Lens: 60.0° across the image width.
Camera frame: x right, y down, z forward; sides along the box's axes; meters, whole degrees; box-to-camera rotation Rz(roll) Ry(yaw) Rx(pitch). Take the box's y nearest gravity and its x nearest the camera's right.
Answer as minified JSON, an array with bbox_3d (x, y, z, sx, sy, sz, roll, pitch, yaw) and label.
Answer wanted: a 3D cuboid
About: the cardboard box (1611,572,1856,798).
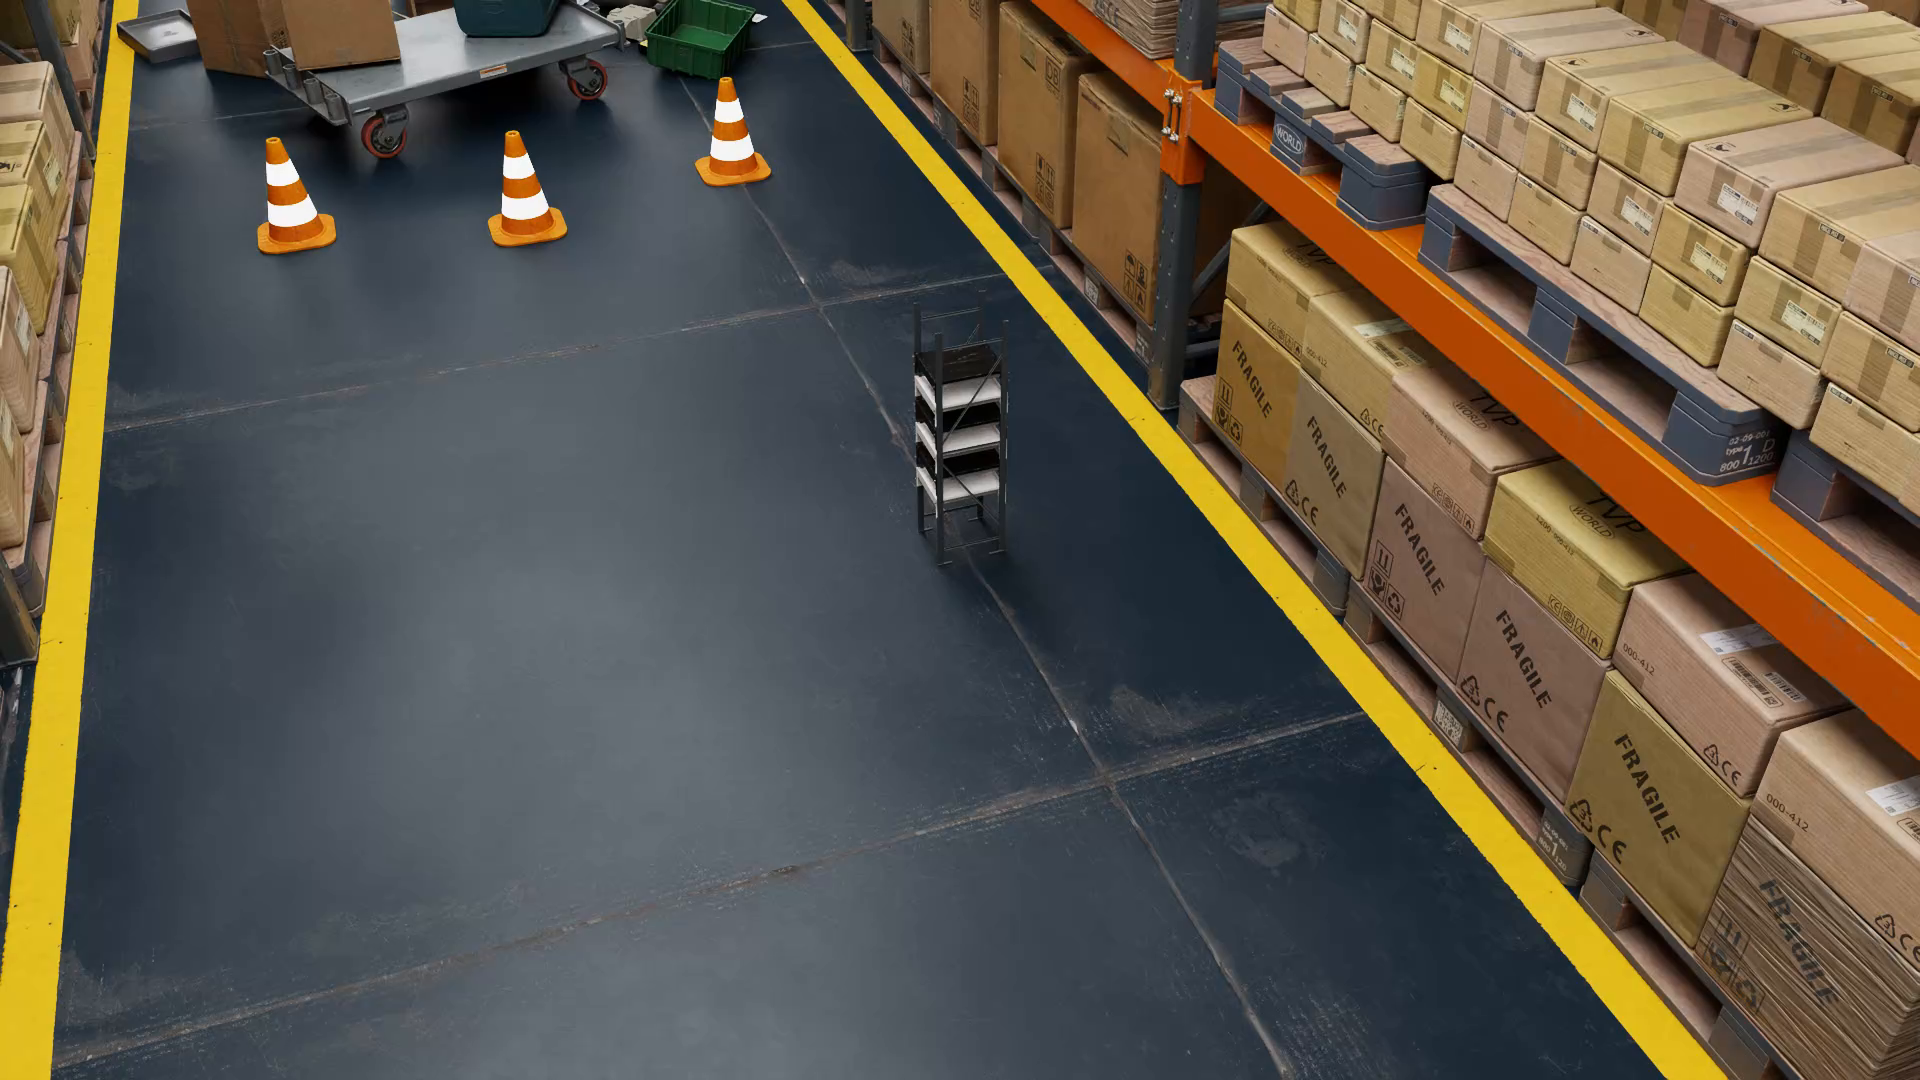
[{"bbox_3d":[1.938,0.305,3.958,0.500,0.250,0.500,-11,38,-14],"label":"cardboard box"}]

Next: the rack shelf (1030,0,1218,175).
[{"bbox_3d":[0.531,-2.667,7.396,1.077,0.370,4.000,-12,39,-16],"label":"rack shelf"}]

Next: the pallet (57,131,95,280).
[{"bbox_3d":[-4.501,-1.449,7.498,1.003,0.211,1.213,-12,39,-16],"label":"pallet"}]

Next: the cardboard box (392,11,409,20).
[{"bbox_3d":[-3.035,-2.815,9.266,0.396,0.266,0.258,19,41,23],"label":"cardboard box"}]

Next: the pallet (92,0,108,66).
[{"bbox_3d":[-5.458,-2.951,9.492,1.003,0.211,1.213,-12,39,-16],"label":"pallet"}]

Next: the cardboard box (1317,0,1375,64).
[{"bbox_3d":[1.292,-1.543,4.918,0.380,0.149,0.250,-11,38,-14],"label":"cardboard box"}]

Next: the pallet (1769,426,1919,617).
[{"bbox_3d":[2.469,0.050,3.350,1.003,0.211,1.213,-12,39,-16],"label":"pallet"}]

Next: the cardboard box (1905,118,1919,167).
[{"bbox_3d":[2.446,-0.918,3.841,0.380,0.149,0.250,-11,38,-14],"label":"cardboard box"}]

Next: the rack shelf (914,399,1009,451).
[{"bbox_3d":[0.003,-0.400,5.439,0.258,0.077,0.200,-12,39,-16],"label":"rack shelf"}]

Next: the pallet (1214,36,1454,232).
[{"bbox_3d":[1.564,-1.367,5.232,1.213,0.211,1.003,-12,39,-16],"label":"pallet"}]

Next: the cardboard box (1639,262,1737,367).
[{"bbox_3d":[1.822,-0.551,3.848,0.380,0.149,0.250,-11,38,-14],"label":"cardboard box"}]

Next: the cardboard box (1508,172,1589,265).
[{"bbox_3d":[1.642,-0.849,4.243,0.380,0.149,0.250,-12,39,-15],"label":"cardboard box"}]

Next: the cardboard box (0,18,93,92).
[{"bbox_3d":[-4.720,-2.461,8.460,0.500,0.250,0.500,-14,39,-18],"label":"cardboard box"}]

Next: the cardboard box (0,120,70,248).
[{"bbox_3d":[-4.337,-1.419,6.976,0.950,0.372,0.625,-10,38,-13],"label":"cardboard box"}]

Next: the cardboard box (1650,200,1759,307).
[{"bbox_3d":[1.816,-0.679,3.771,0.380,0.149,0.250,-12,39,-16],"label":"cardboard box"}]

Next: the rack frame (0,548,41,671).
[{"bbox_3d":[-3.394,-0.743,4.243,1.000,3.000,0.127,-12,39,-16],"label":"rack frame"}]

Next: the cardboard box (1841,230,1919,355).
[{"bbox_3d":[2.003,-0.503,3.289,0.380,0.149,0.250,-13,39,-16],"label":"cardboard box"}]

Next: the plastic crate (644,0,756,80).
[{"bbox_3d":[-1.447,-2.811,9.278,0.450,0.188,0.662,14,38,2],"label":"plastic crate"}]

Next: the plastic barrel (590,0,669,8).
[{"bbox_3d":[-1.988,-3.378,9.883,0.512,0.421,0.421,12,39,16],"label":"plastic barrel"}]

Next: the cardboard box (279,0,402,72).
[{"bbox_3d":[-3.109,-2.692,8.279,0.500,0.500,0.500,-12,39,-16],"label":"cardboard box"}]

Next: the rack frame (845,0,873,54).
[{"bbox_3d":[-0.157,-4.084,8.679,1.000,3.000,0.127,-12,39,-16],"label":"rack frame"}]

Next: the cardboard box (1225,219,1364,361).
[{"bbox_3d":[1.229,-0.854,5.496,0.500,0.250,0.500,-14,39,-18],"label":"cardboard box"}]

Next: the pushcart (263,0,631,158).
[{"bbox_3d":[-2.647,-2.455,8.696,1.648,0.377,0.936,-27,45,-31],"label":"pushcart"}]

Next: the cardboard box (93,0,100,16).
[{"bbox_3d":[-5.099,-3.059,9.255,0.500,0.250,0.500,-13,39,-17],"label":"cardboard box"}]

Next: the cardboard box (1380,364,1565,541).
[{"bbox_3d":[1.562,-0.285,4.741,0.500,0.250,0.500,-12,39,-16],"label":"cardboard box"}]

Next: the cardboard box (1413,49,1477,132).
[{"bbox_3d":[1.474,-1.251,4.530,0.380,0.149,0.250,-12,39,-16],"label":"cardboard box"}]

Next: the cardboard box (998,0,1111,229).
[{"bbox_3d":[0.790,-1.949,7.366,1.050,0.750,0.750,-12,39,-15],"label":"cardboard box"}]

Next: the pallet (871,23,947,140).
[{"bbox_3d":[0.179,-2.550,8.960,1.003,0.211,1.213,-12,39,-16],"label":"pallet"}]

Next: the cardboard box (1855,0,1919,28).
[{"bbox_3d":[5.257,-2.976,8.919,0.700,0.500,0.500,-9,38,-12],"label":"cardboard box"}]

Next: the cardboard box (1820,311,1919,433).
[{"bbox_3d":[2.001,-0.378,3.371,0.380,0.149,0.250,-14,39,-17],"label":"cardboard box"}]

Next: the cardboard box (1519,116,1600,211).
[{"bbox_3d":[1.641,-0.969,4.156,0.380,0.149,0.250,-13,39,-16],"label":"cardboard box"}]

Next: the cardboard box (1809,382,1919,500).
[{"bbox_3d":[2.013,-0.245,3.442,0.380,0.149,0.250,-14,39,-18],"label":"cardboard box"}]

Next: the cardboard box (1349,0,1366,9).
[{"bbox_3d":[1.291,-1.677,4.849,0.380,0.149,0.250,-13,39,-17],"label":"cardboard box"}]

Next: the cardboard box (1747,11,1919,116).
[{"bbox_3d":[2.261,-1.217,4.237,0.380,0.149,0.250,-11,38,-14],"label":"cardboard box"}]

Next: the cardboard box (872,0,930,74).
[{"bbox_3d":[0.141,-3.021,8.789,1.050,0.750,0.750,-13,39,-16],"label":"cardboard box"}]

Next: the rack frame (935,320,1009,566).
[{"bbox_3d":[0.038,-0.297,5.397,0.240,0.900,0.006,-12,39,-16],"label":"rack frame"}]

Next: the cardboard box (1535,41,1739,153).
[{"bbox_3d":[1.650,-1.086,4.064,0.380,0.149,0.250,-11,38,-15],"label":"cardboard box"}]

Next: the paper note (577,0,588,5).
[{"bbox_3d":[-2.343,-3.283,10.090,0.172,0.023,0.155,0,37,0],"label":"paper note"}]

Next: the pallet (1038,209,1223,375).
[{"bbox_3d":[1.019,-1.172,7.130,1.003,0.211,1.213,-12,39,-16],"label":"pallet"}]

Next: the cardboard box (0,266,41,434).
[{"bbox_3d":[-3.840,-0.597,5.885,0.950,0.372,0.625,-13,39,-17],"label":"cardboard box"}]

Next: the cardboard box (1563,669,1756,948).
[{"bbox_3d":[1.928,0.610,4.176,0.500,0.500,0.500,-13,39,-17],"label":"cardboard box"}]

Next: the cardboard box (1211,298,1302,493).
[{"bbox_3d":[1.223,-0.541,5.704,0.500,0.500,0.500,-14,39,-18],"label":"cardboard box"}]

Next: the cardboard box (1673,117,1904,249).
[{"bbox_3d":[1.826,-0.793,3.675,0.380,0.149,0.250,-14,39,-18],"label":"cardboard box"}]

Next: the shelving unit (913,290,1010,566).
[{"bbox_3d":[0.003,-0.355,5.473,0.258,0.900,0.210,-12,39,-16],"label":"shelving unit"}]

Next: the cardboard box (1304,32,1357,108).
[{"bbox_3d":[1.276,-1.446,5.036,0.380,0.149,0.250,-11,38,-14],"label":"cardboard box"}]

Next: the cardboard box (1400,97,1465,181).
[{"bbox_3d":[1.463,-1.141,4.632,0.380,0.149,0.250,-11,38,-14],"label":"cardboard box"}]

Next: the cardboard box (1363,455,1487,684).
[{"bbox_3d":[1.580,0.031,4.944,0.500,0.500,0.500,-13,39,-17],"label":"cardboard box"}]

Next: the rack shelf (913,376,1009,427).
[{"bbox_3d":[0.003,-0.472,5.385,0.258,0.077,0.200,-12,39,-16],"label":"rack shelf"}]

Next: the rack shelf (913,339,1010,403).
[{"bbox_3d":[0.003,-0.544,5.331,0.258,0.077,0.200,-12,39,-16],"label":"rack shelf"}]

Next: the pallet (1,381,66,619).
[{"bbox_3d":[-3.661,-0.071,5.668,1.003,0.211,1.213,-12,39,-16],"label":"pallet"}]

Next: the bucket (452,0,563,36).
[{"bbox_3d":[-2.369,-2.983,8.675,0.726,0.611,0.620,0,47,0],"label":"bucket"}]

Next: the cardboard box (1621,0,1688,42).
[{"bbox_3d":[2.088,-1.507,4.623,0.380,0.149,0.250,-11,38,-15],"label":"cardboard box"}]

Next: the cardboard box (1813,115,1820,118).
[{"bbox_3d":[2.263,-1.098,4.327,0.380,0.149,0.250,-11,38,-15],"label":"cardboard box"}]

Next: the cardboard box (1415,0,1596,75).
[{"bbox_3d":[1.462,-1.388,4.465,0.380,0.149,0.250,-14,39,-18],"label":"cardboard box"}]

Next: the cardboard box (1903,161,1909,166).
[{"bbox_3d":[2.436,-0.809,3.944,0.380,0.149,0.250,-13,39,-17],"label":"cardboard box"}]

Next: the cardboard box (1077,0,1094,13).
[{"bbox_3d":[0.642,-2.345,6.287,0.500,0.500,0.500,-12,39,-16],"label":"cardboard box"}]

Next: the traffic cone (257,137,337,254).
[{"bbox_3d":[-3.029,-1.578,7.461,0.336,0.463,0.334,-12,39,-16],"label":"traffic cone"}]

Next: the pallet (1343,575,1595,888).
[{"bbox_3d":[1.903,0.419,5.018,1.003,0.211,1.213,-12,39,-16],"label":"pallet"}]
